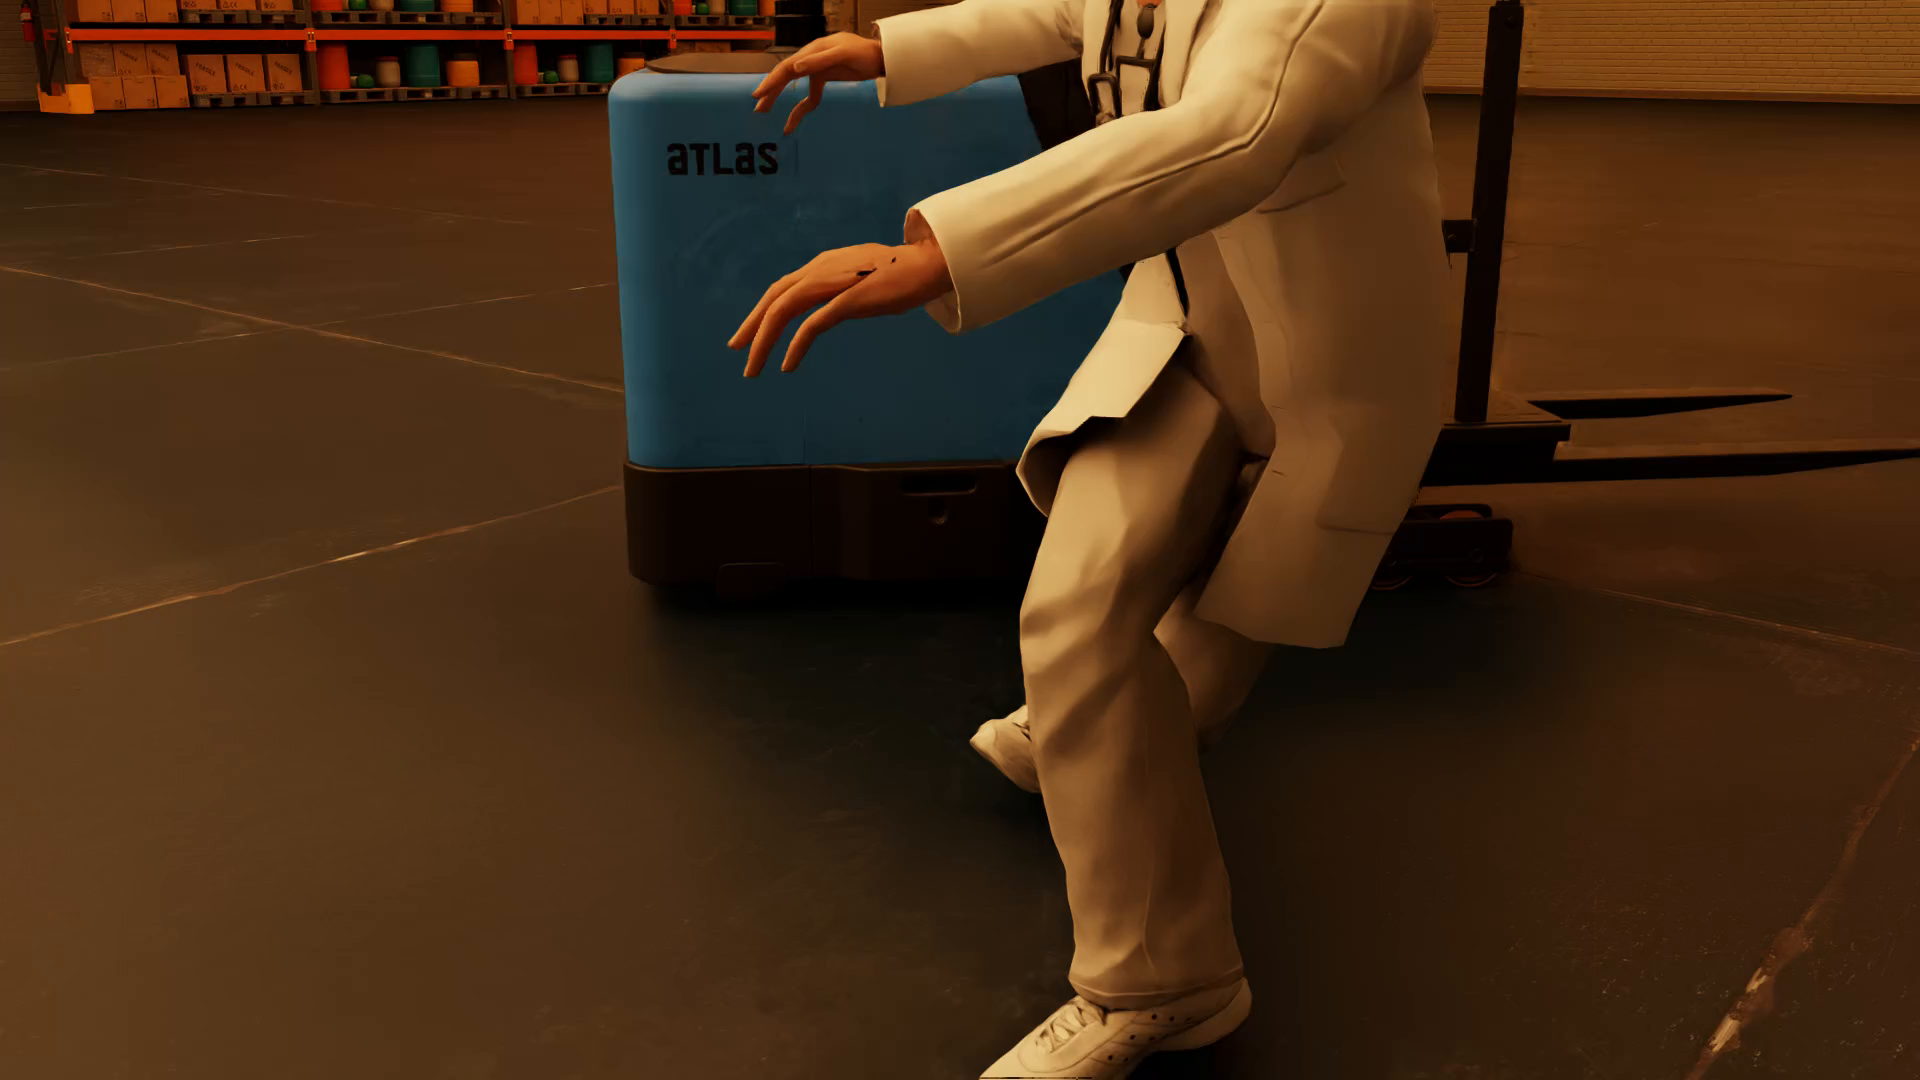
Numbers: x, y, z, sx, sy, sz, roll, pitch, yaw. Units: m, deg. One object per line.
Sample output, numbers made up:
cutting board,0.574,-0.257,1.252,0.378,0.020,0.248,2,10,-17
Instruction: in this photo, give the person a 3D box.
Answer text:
person,0.074,-0.173,1.959,0.952,1.568,1.203,13,21,36

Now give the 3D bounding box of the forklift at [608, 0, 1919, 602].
forklift,0.761,-1.444,3.652,3.031,2.935,1.130,-2,17,-7
